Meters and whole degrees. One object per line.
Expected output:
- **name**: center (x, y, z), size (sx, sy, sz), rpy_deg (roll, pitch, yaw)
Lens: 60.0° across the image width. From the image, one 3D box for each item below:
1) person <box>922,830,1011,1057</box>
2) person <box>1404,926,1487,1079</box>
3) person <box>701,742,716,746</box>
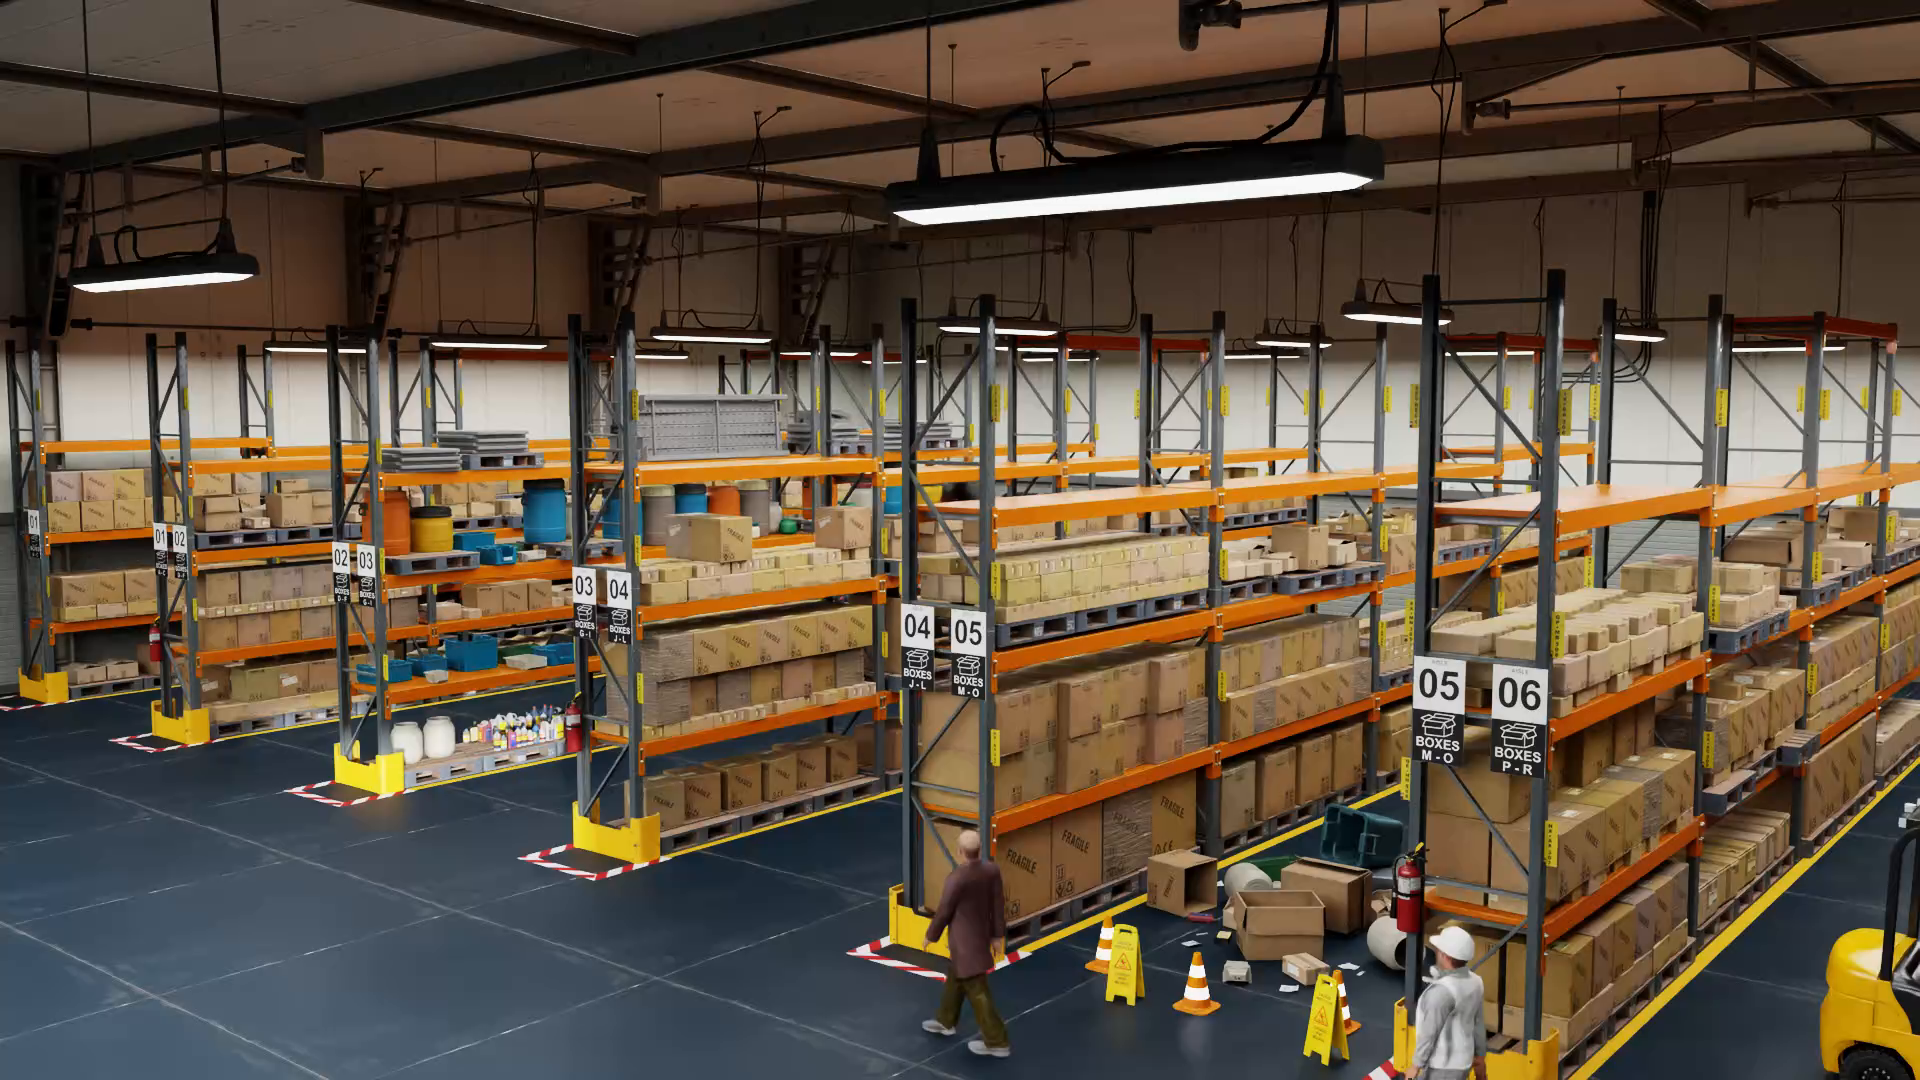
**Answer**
- **person**: center (-0.005, 3.110, 12.964), size (0.923, 1.753, 0.573), rpy_deg (3, 6, 27)
- **person**: center (3.134, 3.343, 10.681), size (0.983, 1.746, 0.508), rpy_deg (2, 6, 21)
- **person**: center (-3.782, 2.171, 24.322), size (0.438, 1.688, 0.537), rpy_deg (5, 7, 45)
